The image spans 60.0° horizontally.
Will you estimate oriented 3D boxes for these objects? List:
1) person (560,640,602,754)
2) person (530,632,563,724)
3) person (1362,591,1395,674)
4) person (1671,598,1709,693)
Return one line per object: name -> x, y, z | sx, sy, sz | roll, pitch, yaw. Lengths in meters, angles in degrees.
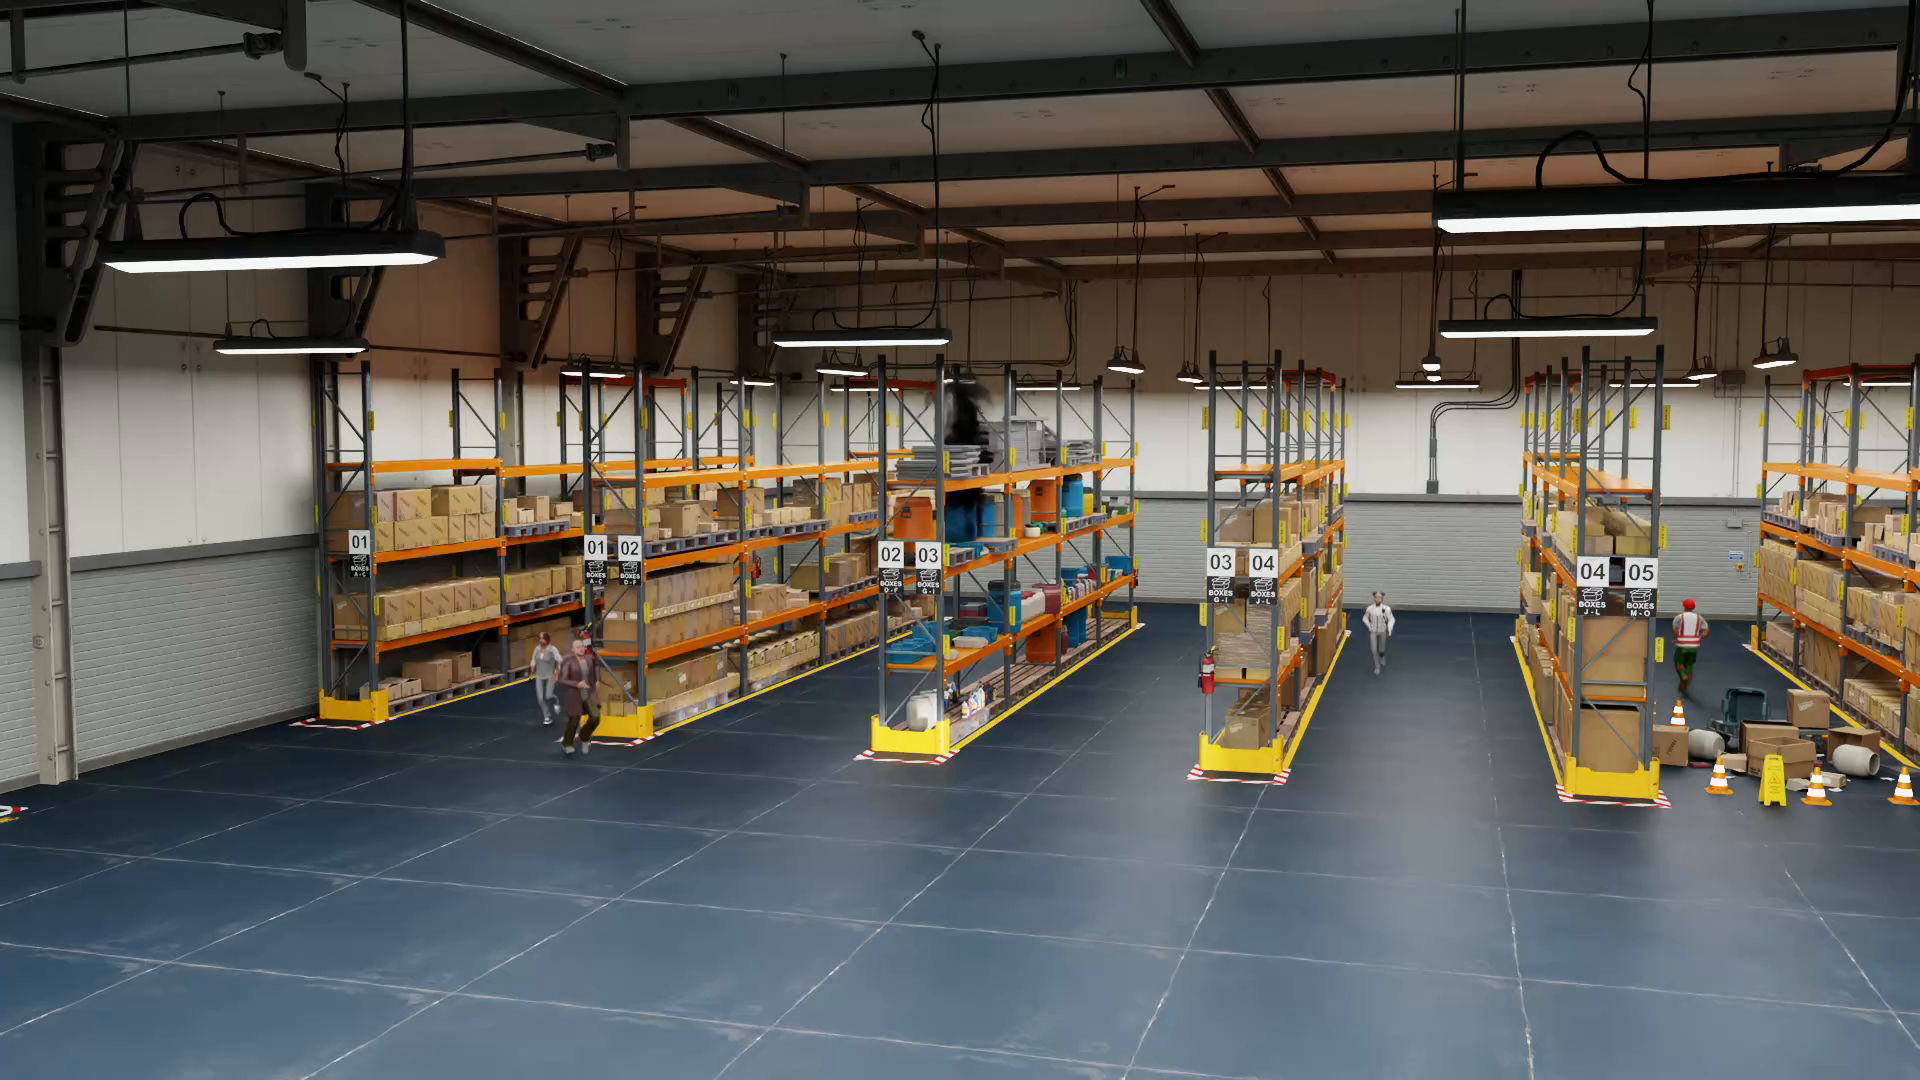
person -> -5.632, 2.443, 24.791 | 0.730, 1.538, 0.897 | -3, 5, -35
person -> -6.832, 2.274, 27.436 | 0.550, 1.535, 0.548 | 1, 4, 9
person -> 8.302, 1.831, 33.027 | 0.616, 1.655, 0.554 | 1, 4, 19
person -> 13.388, 1.947, 30.553 | 0.663, 1.745, 0.597 | 1, 4, 10
